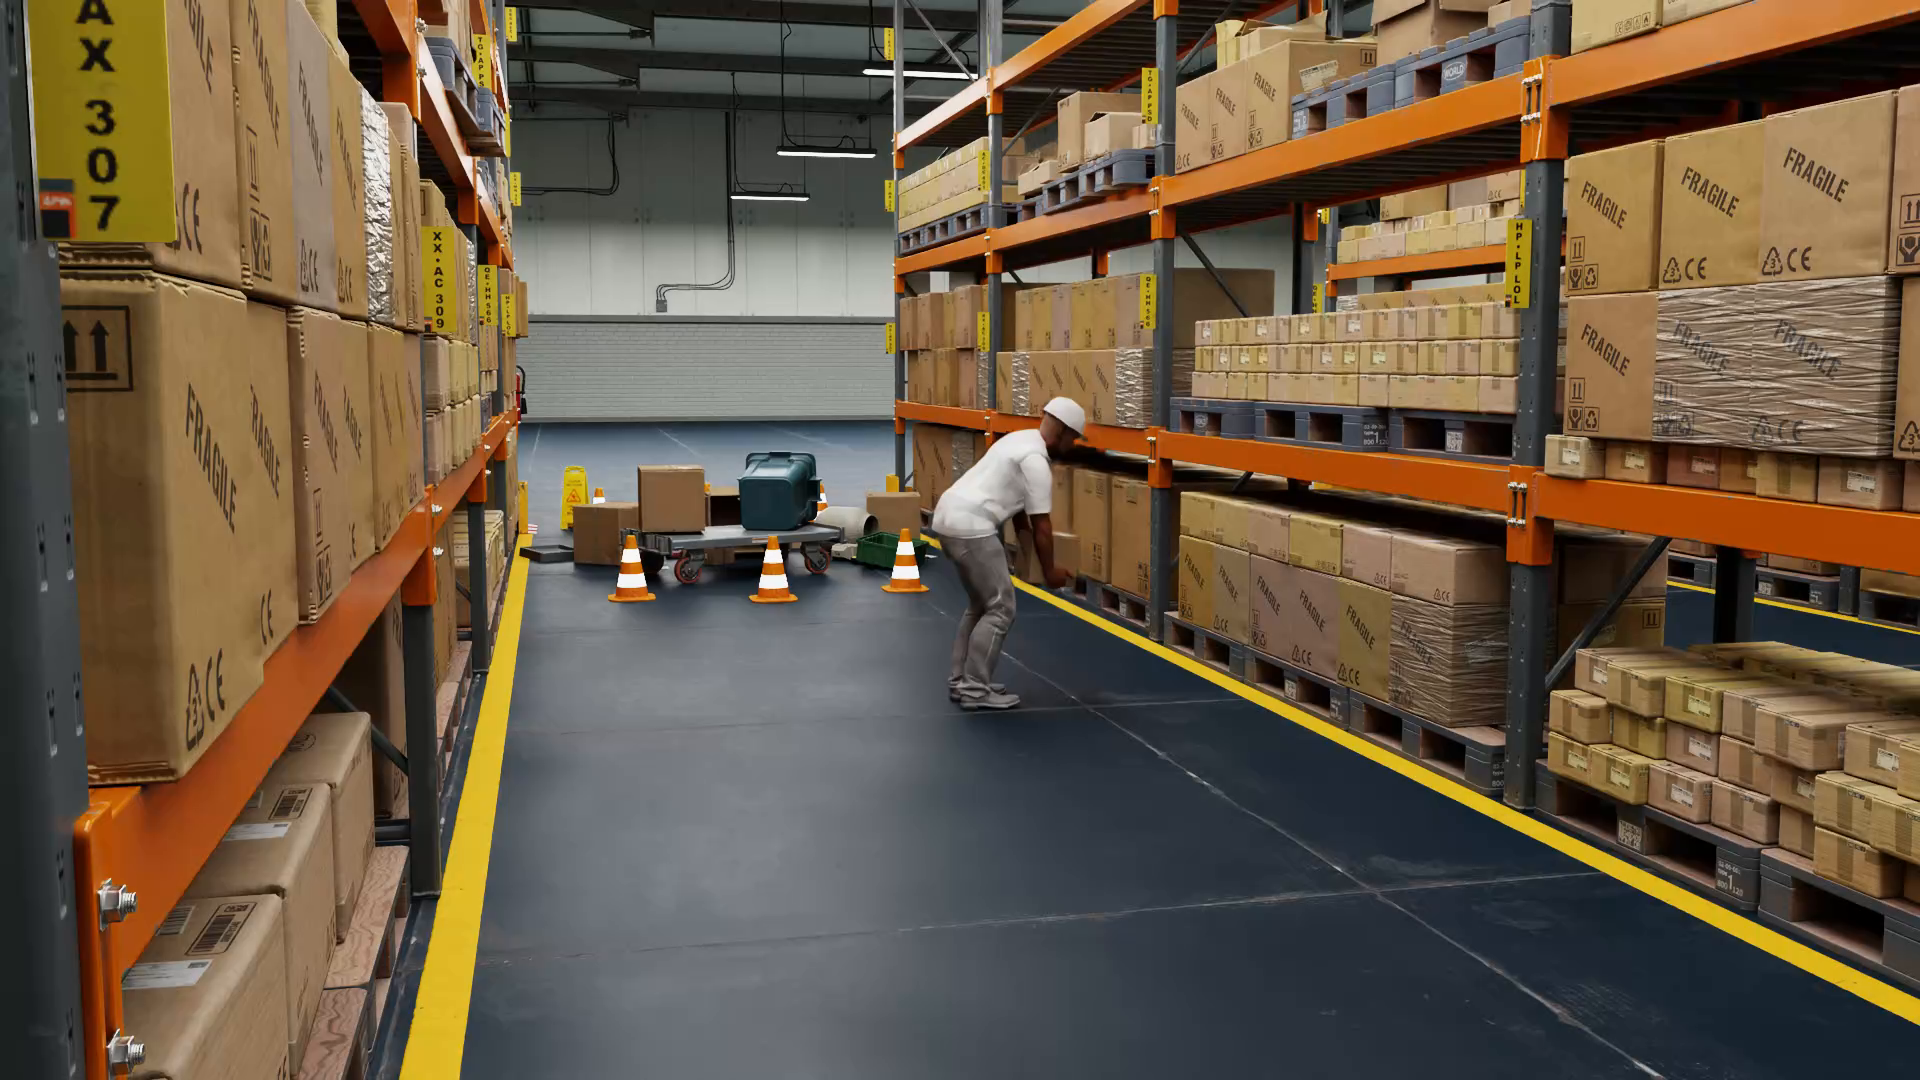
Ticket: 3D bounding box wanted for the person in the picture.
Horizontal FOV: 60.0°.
[{"bbox_3d":[0.264,0.052,8.405,0.802,1.542,0.488,-2,6,-15],"label":"person"}]
